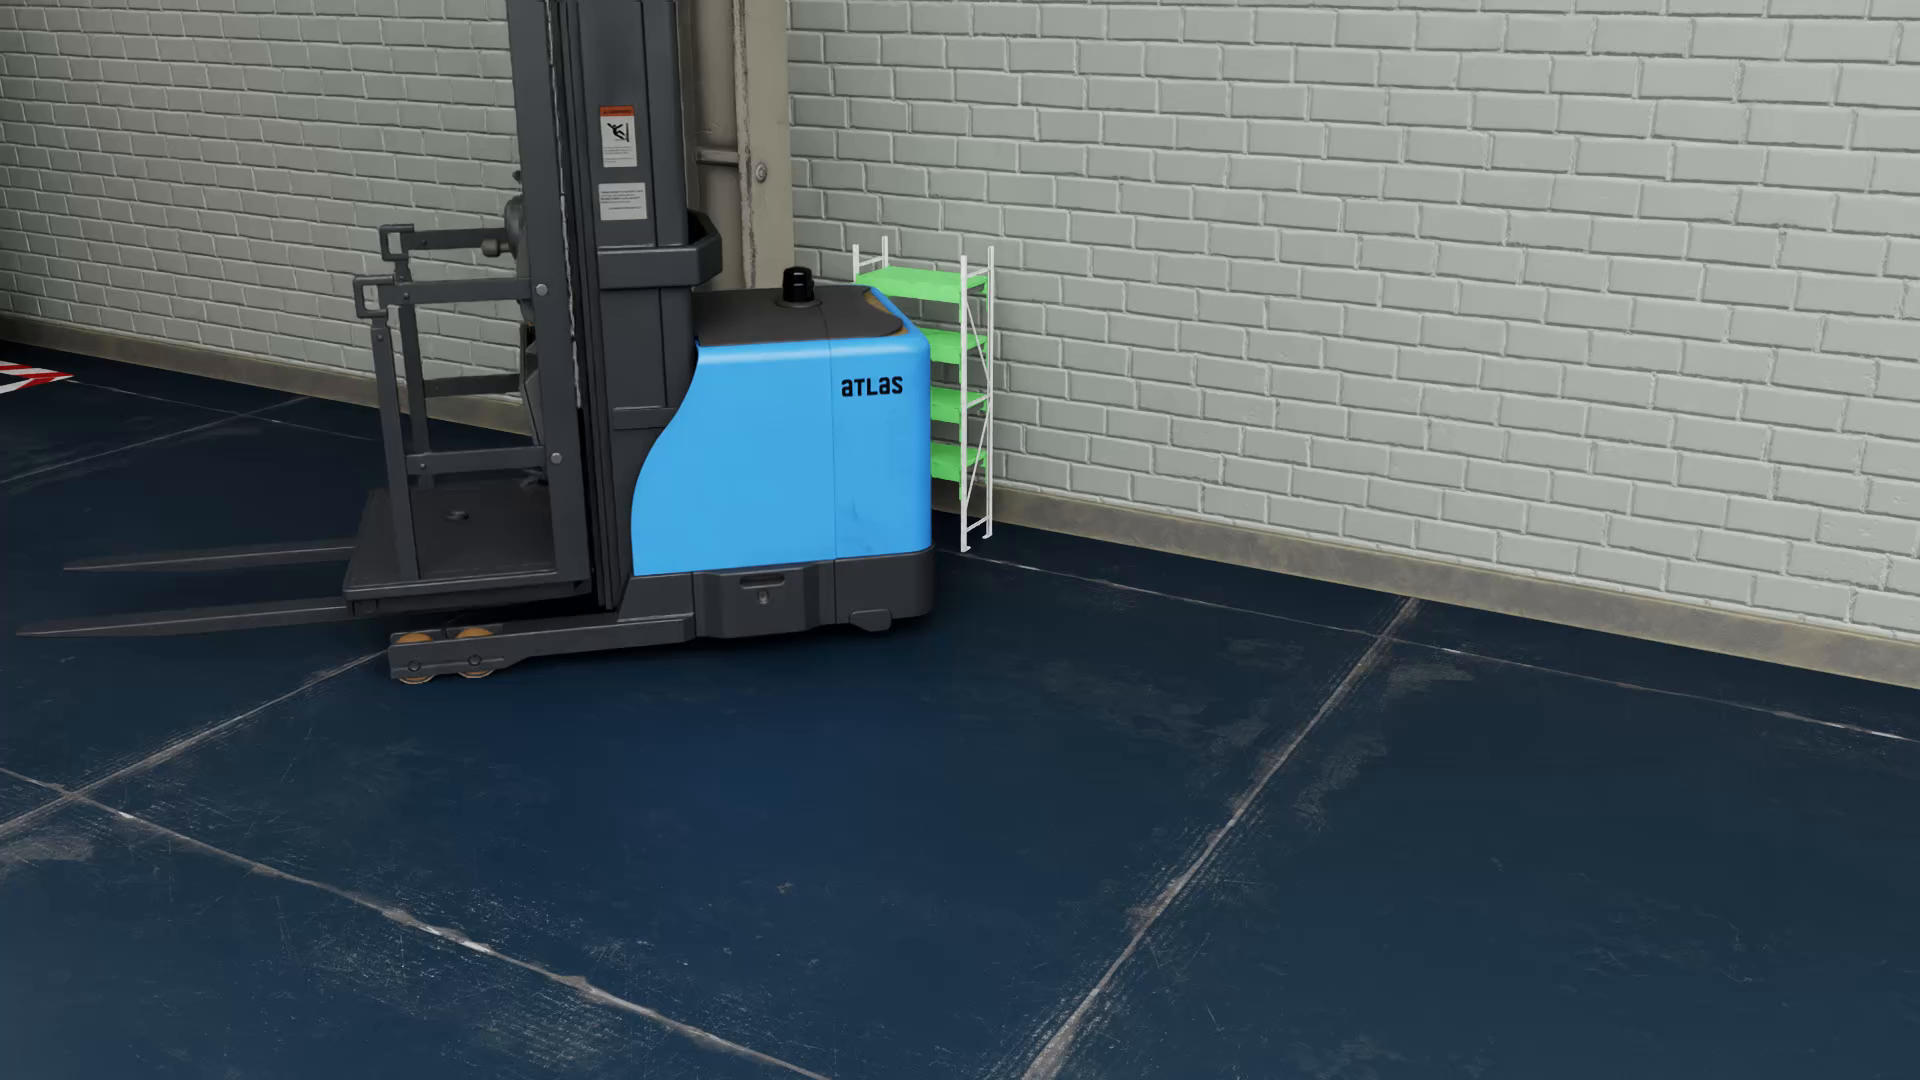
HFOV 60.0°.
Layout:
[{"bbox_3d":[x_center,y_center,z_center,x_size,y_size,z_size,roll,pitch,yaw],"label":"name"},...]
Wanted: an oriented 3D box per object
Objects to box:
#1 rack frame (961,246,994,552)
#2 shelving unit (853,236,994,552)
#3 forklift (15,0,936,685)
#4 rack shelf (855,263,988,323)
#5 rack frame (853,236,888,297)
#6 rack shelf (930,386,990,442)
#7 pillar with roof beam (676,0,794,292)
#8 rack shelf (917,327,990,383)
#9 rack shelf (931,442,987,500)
[{"bbox_3d":[0.068,-0.551,6.624,0.015,1.200,0.240,11,23,27],"label":"rack frame"},{"bbox_3d":[-0.145,-0.592,6.736,0.503,1.200,0.258,11,23,27],"label":"shelving unit"},{"bbox_3d":[-1.662,-1.095,5.586,3.031,2.935,1.130,-5,20,-13],"label":"forklift"},{"bbox_3d":[-0.145,-0.983,6.594,0.480,0.148,0.258,11,23,27],"label":"rack shelf"},{"bbox_3d":[-0.358,-0.632,6.848,0.015,1.200,0.240,11,23,27],"label":"rack frame"},{"bbox_3d":[-0.145,-0.531,6.758,0.480,0.148,0.258,11,23,27],"label":"rack shelf"},{"bbox_3d":[-3.065,-3.196,2.480,0.400,9.000,9.100,11,23,27],"label":"pillar with roof beam"},{"bbox_3d":[-0.145,-0.757,6.676,0.480,0.148,0.258,11,23,27],"label":"rack shelf"},{"bbox_3d":[-0.145,-0.306,6.840,0.480,0.148,0.258,11,23,27],"label":"rack shelf"}]
